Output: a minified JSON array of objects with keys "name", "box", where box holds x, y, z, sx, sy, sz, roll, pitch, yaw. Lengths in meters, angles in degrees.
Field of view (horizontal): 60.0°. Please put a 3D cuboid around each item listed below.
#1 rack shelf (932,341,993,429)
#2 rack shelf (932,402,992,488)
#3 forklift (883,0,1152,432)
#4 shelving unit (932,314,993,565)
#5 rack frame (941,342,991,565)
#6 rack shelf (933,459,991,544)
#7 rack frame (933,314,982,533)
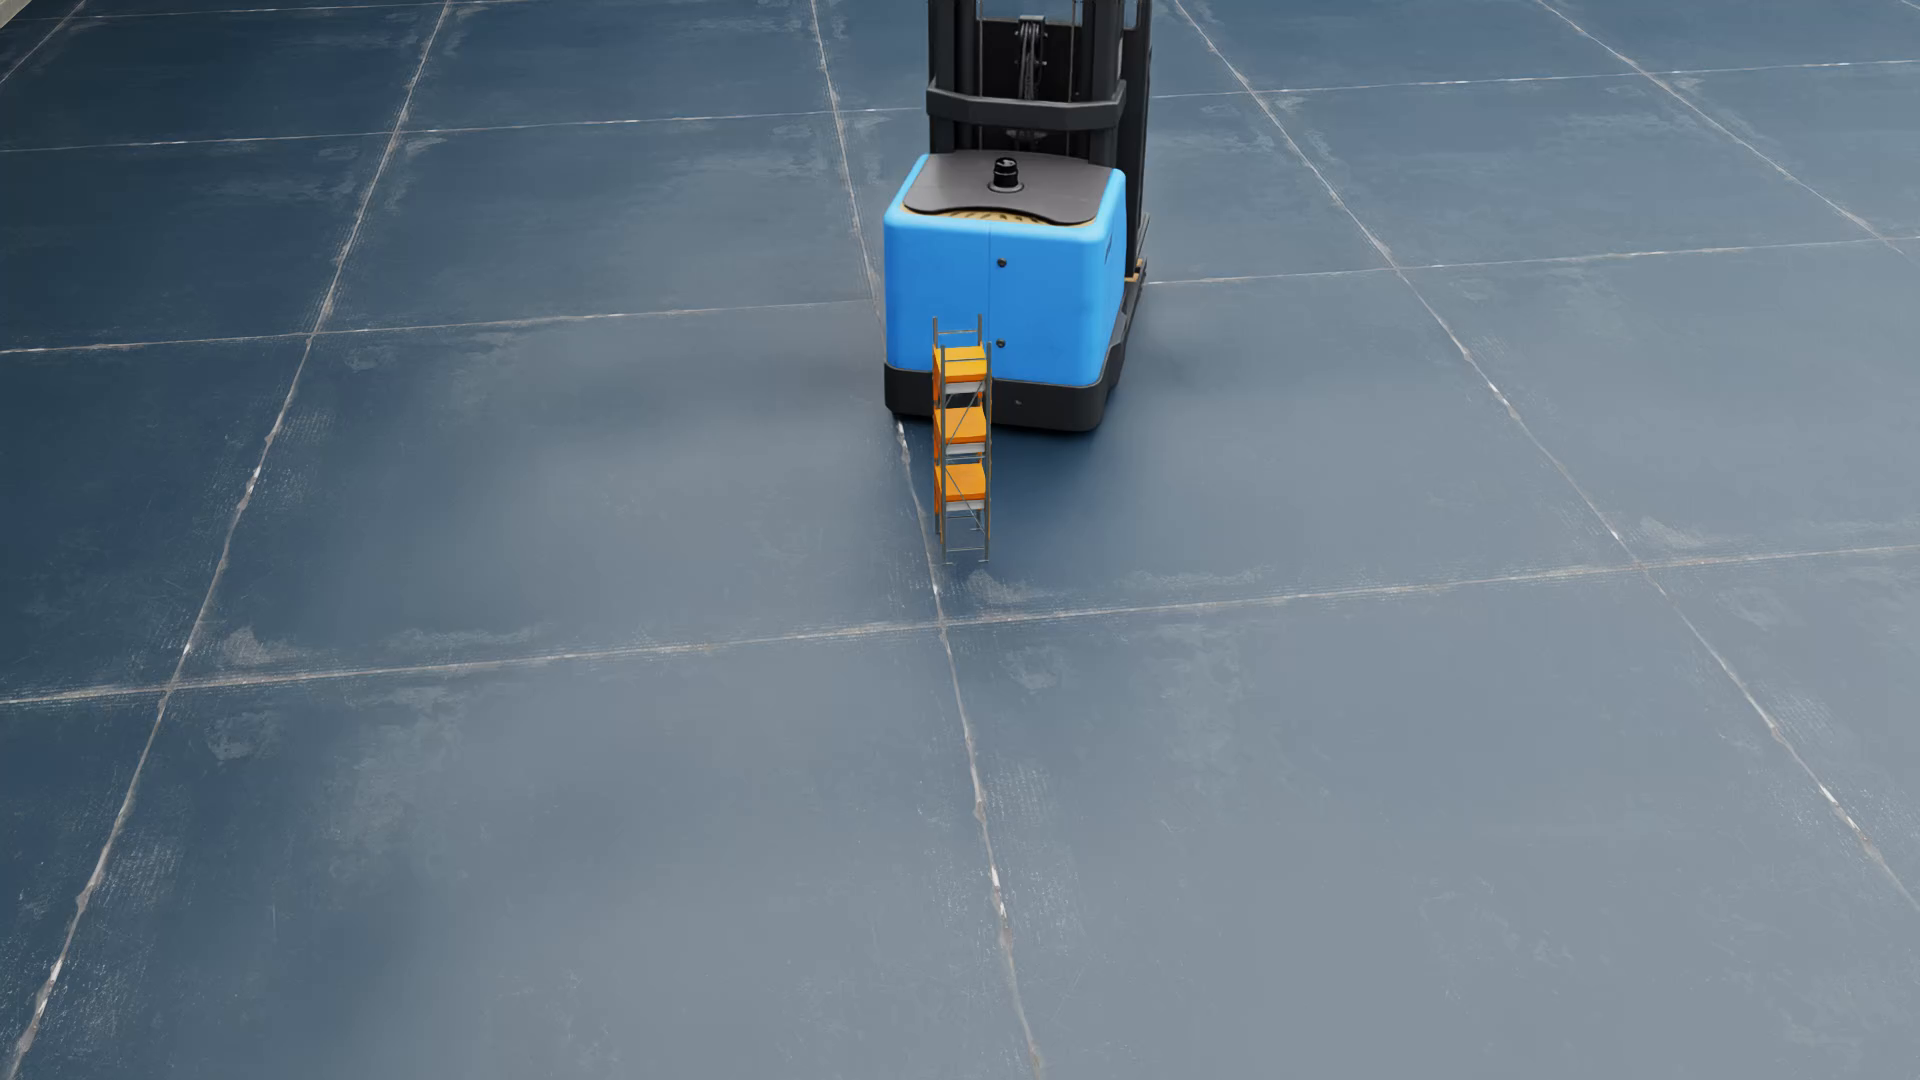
[{"name":"rack shelf","box":[0.007,-0.630,6.757,0.215,0.259,0.240,-4,35,-6]},{"name":"rack shelf","box":[0.007,-0.395,6.916,0.215,0.259,0.240,-4,35,-6]},{"name":"forklift","box":[0.436,-2.548,8.387,1.130,2.935,3.031,7,35,10]},{"name":"shelving unit","box":[0.007,-0.404,6.911,0.215,1.050,0.252,-4,35,-6]},{"name":"rack frame","box":[0.024,-0.336,6.811,0.200,1.050,0.008,-4,35,-6]},{"name":"rack shelf","box":[0.007,-0.166,7.073,0.215,0.259,0.240,-4,35,-6]},{"name":"rack frame","box":[-0.009,-0.472,7.010,0.200,1.050,0.008,-4,35,-6]}]
